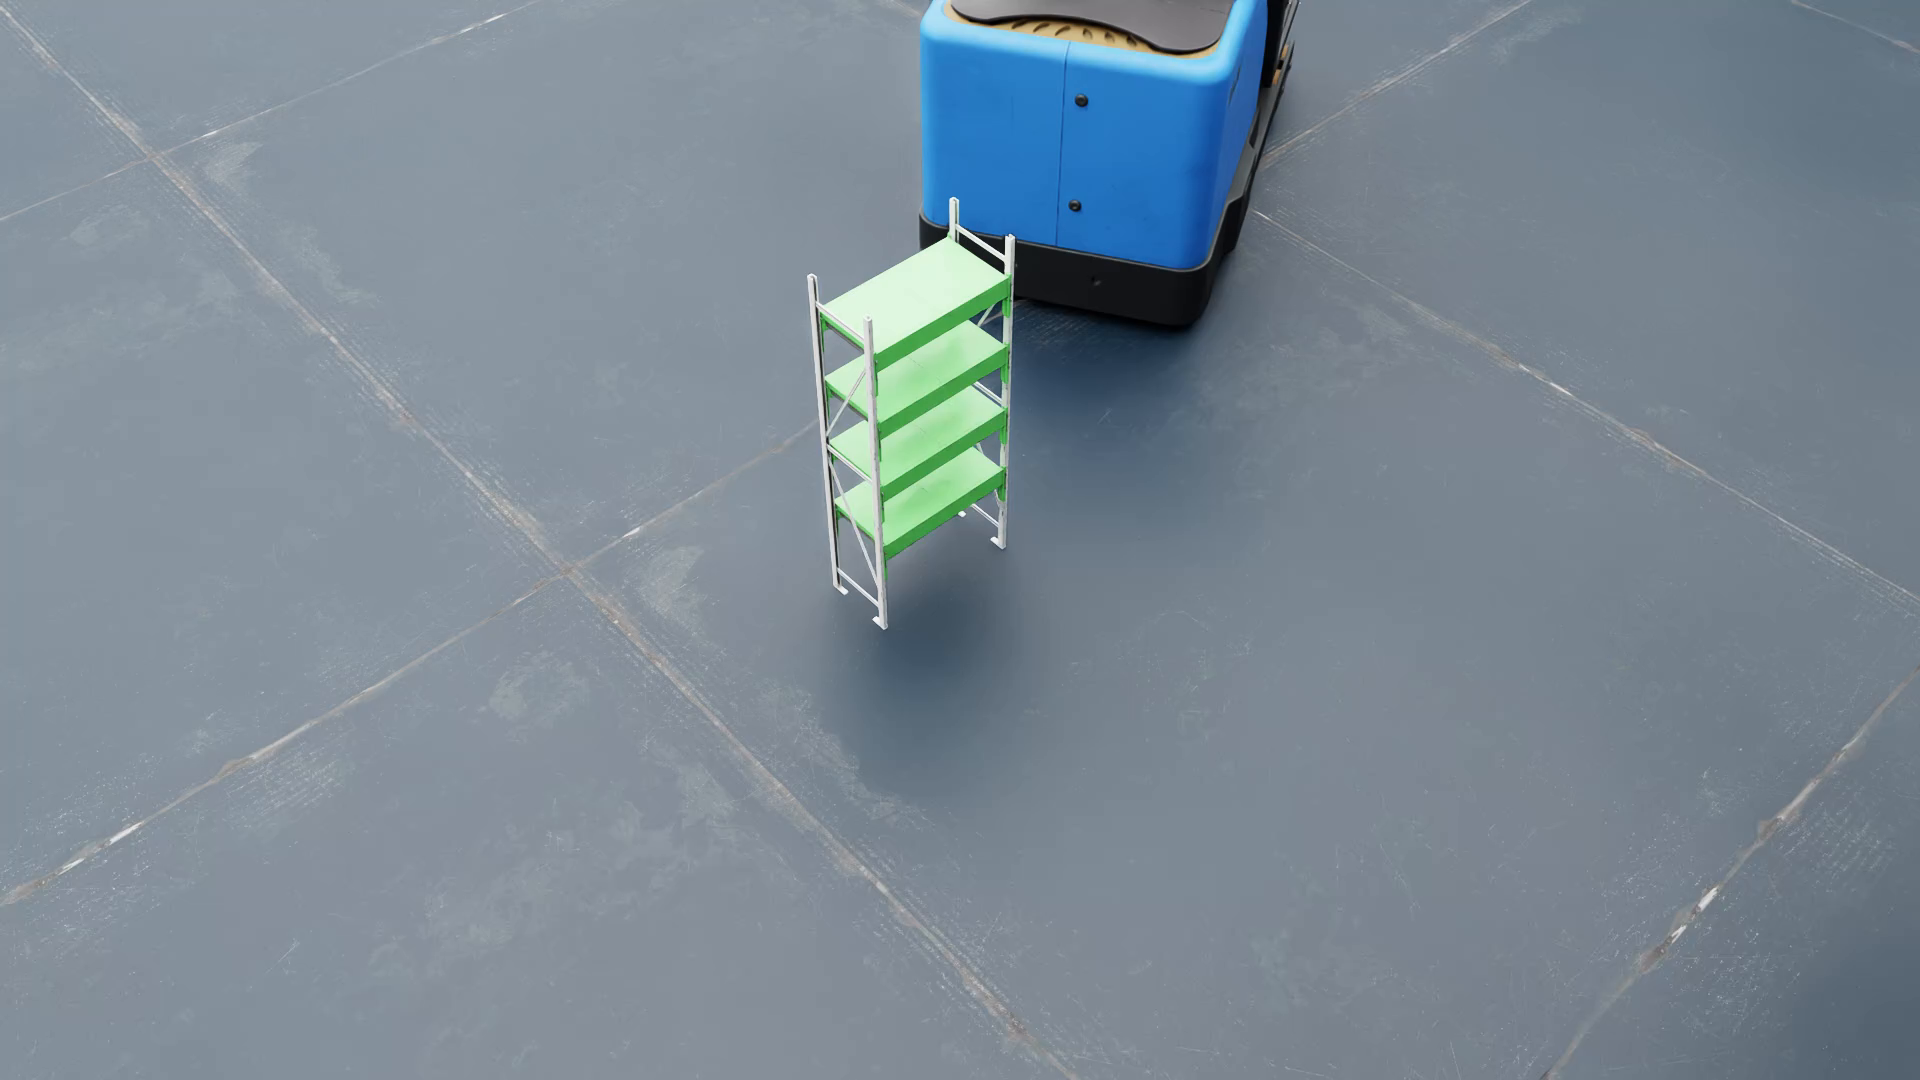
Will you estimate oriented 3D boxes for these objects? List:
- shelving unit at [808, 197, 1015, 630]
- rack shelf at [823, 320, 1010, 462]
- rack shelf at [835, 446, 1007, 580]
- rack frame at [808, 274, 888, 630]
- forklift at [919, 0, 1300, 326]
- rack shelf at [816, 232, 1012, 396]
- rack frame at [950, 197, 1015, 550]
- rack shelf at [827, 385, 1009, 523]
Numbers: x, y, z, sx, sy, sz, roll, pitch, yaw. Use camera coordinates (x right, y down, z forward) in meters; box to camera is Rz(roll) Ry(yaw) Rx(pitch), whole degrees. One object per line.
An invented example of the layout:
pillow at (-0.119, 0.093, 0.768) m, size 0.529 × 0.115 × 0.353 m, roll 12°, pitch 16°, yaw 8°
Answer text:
shelving unit at (-0.122, -0.325, 4.734) m, size 0.503 × 1.200 × 0.258 m, roll -34°, pitch 56°, yaw -27°
rack shelf at (-0.122, -0.444, 4.604) m, size 0.480 × 0.148 × 0.258 m, roll -34°, pitch 56°, yaw -27°
rack shelf at (-0.122, -0.119, 4.957) m, size 0.480 × 0.148 × 0.258 m, roll -34°, pitch 56°, yaw -27°
rack frame at (-0.303, -0.204, 4.622) m, size 0.015 × 1.200 × 0.240 m, roll -34°, pitch 56°, yaw -27°
forklift at (0.772, -2.855, 5.890) m, size 1.130 × 2.935 × 3.031 m, roll 13°, pitch 49°, yaw 11°
rack shelf at (-0.122, -0.607, 4.428) m, size 0.480 × 0.148 × 0.258 m, roll -34°, pitch 56°, yaw -27°
rack frame at (0.058, -0.446, 4.845) m, size 0.015 × 1.200 × 0.240 m, roll -34°, pitch 56°, yaw -27°
rack shelf at (-0.122, -0.282, 4.780) m, size 0.480 × 0.148 × 0.258 m, roll -34°, pitch 56°, yaw -27°
